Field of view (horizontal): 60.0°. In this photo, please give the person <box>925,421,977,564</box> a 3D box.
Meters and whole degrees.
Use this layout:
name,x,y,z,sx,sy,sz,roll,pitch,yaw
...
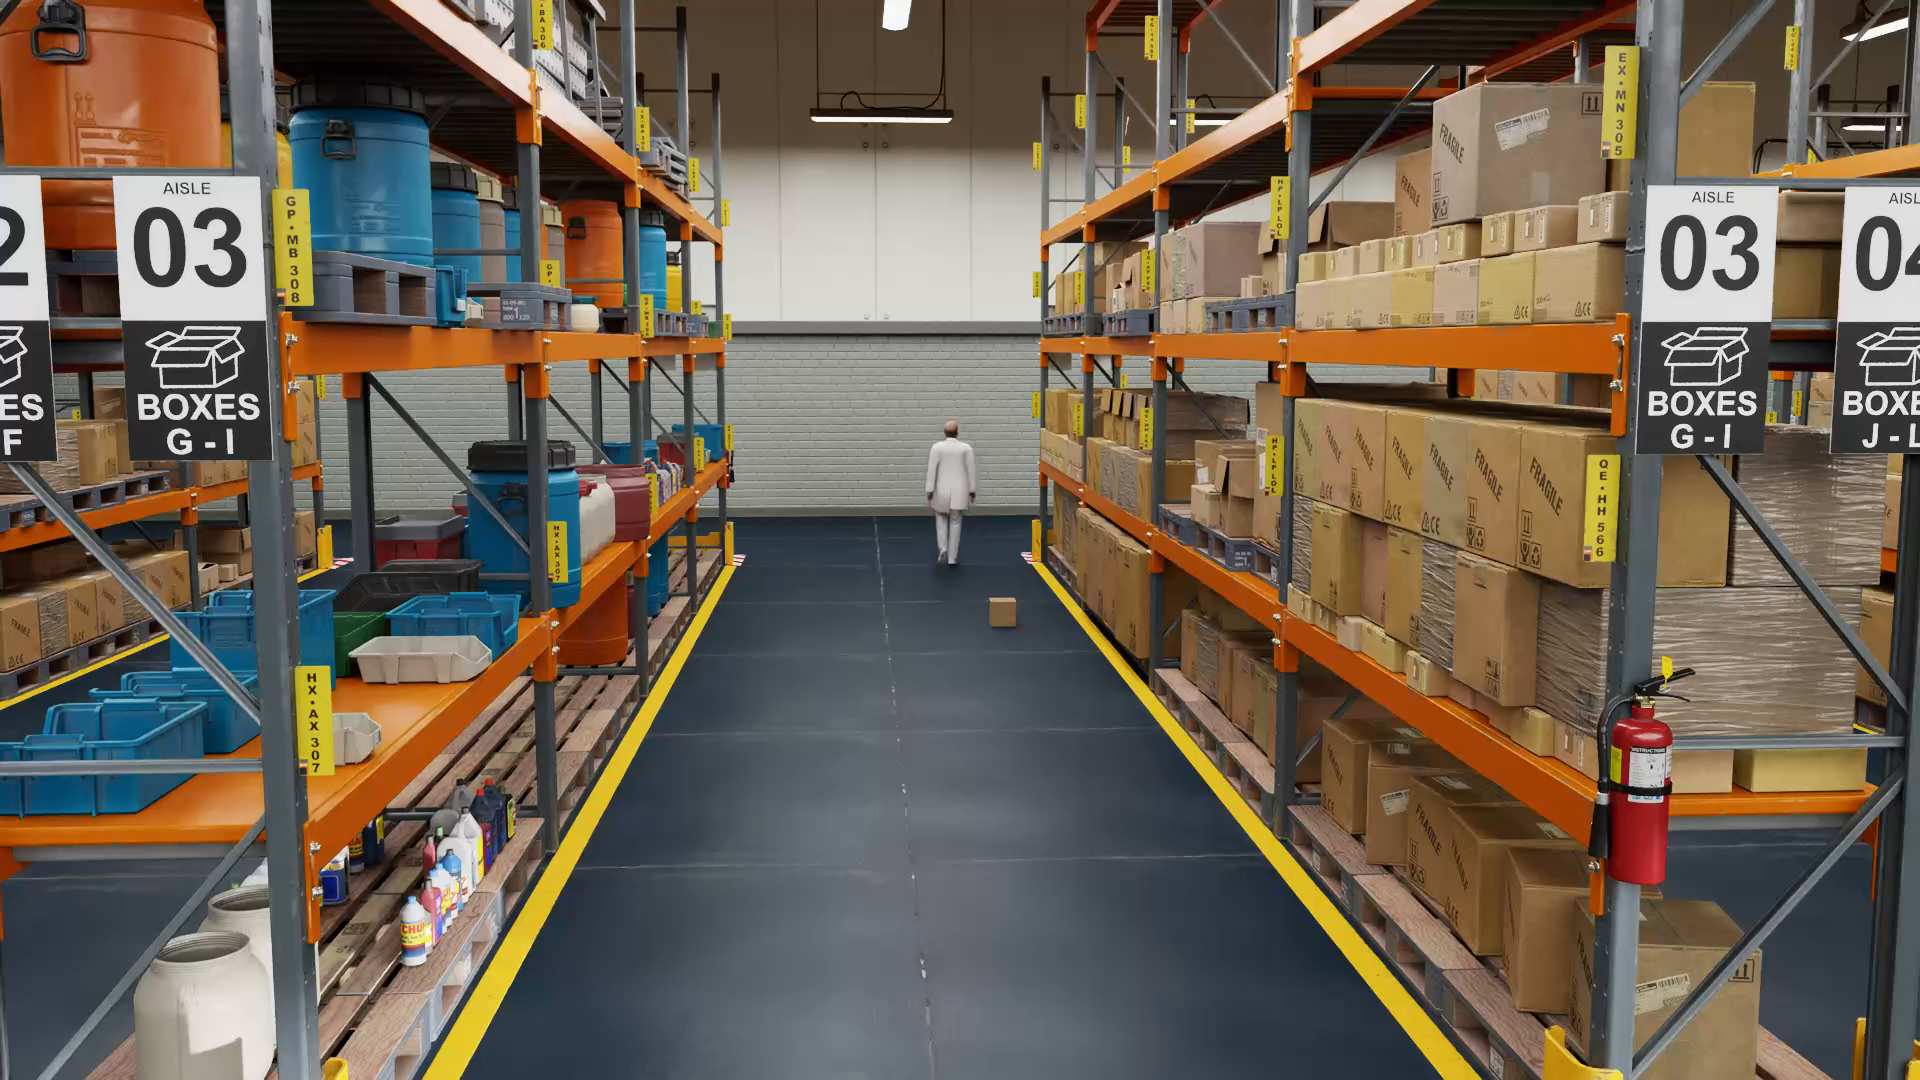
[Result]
name,x,y,z,sx,sy,sz,roll,pitch,yaw
person,-0.103,-0.566,20.663,0.633,1.832,0.554,0,7,3
